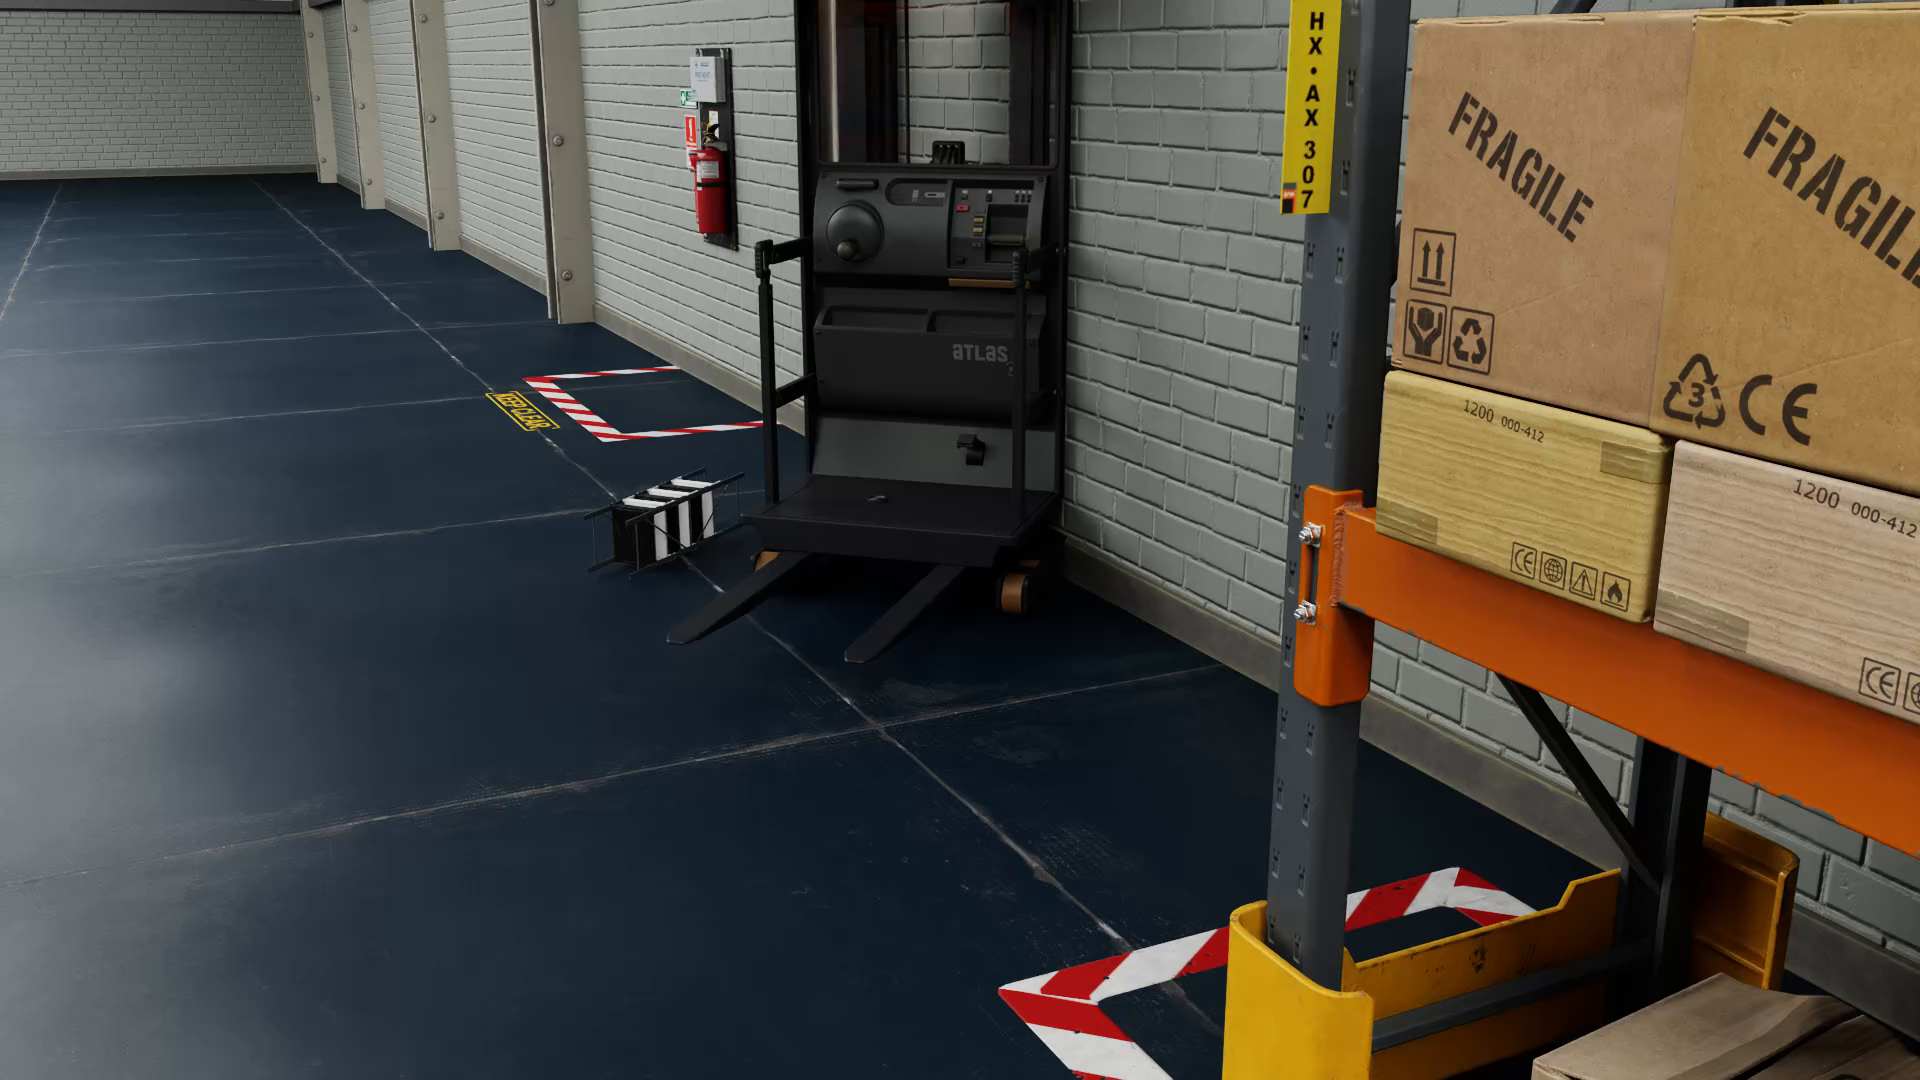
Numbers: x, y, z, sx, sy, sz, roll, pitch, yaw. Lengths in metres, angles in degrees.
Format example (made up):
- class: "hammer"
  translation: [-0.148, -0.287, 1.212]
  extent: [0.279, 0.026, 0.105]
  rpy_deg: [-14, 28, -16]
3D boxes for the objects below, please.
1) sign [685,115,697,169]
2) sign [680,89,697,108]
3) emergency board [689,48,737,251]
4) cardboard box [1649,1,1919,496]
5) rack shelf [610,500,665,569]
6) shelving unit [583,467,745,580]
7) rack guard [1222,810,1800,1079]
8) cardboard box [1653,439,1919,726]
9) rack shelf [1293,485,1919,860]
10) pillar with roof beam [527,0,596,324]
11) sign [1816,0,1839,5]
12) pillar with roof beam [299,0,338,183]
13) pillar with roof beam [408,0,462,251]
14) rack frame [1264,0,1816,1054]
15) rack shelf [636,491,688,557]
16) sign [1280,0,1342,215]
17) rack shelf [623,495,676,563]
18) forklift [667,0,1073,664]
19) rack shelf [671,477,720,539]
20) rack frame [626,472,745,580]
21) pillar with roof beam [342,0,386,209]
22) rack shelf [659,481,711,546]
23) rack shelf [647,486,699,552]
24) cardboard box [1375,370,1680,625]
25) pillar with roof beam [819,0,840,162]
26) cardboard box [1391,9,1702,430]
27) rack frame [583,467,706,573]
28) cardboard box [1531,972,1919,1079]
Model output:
- class: "sign"
  translation: [-1.705, -2.526, 10.551]
  extent: [0.001, 0.329, 0.234]
  rpy_deg: [-8, 18, -25]
- class: "sign"
  translation: [-1.711, -2.779, 10.471]
  extent: [0.001, 0.109, 0.331]
  rpy_deg: [-8, 18, -25]
- class: "emergency board"
  translation: [-1.556, -2.360, 10.035]
  extent: [0.194, 1.169, 0.643]
  rpy_deg: [-8, 18, -25]
- class: "cardboard box"
  translation: [1.183, -0.343, 1.884]
  extent: [0.500, 0.500, 0.500]
  rpy_deg: [-8, 18, -25]
- class: "rack shelf"
  translation: [-1.319, -0.024, 6.800]
  extent: [0.200, 0.258, 0.077]
  rpy_deg: [7, 17, 23]
- class: "shelving unit"
  translation: [-1.224, -0.083, 7.008]
  extent: [0.210, 0.258, 0.900]
  rpy_deg: [7, 17, 23]
- class: "rack guard"
  translation: [1.070, 0.897, 3.219]
  extent: [1.175, 0.500, 0.348]
  rpy_deg: [-8, 18, -25]
- class: "cardboard box"
  translation: [1.206, 0.025, 1.960]
  extent: [0.500, 0.250, 0.500]
  rpy_deg: [-8, 18, -27]
- class: "rack shelf"
  translation: [1.913, 0.518, 1.311]
  extent: [1.077, 0.370, 4.000]
  rpy_deg: [-8, 18, -25]
- class: "pillar with roof beam"
  translation: [-7.006, -5.593, 10.428]
  extent: [9.100, 9.000, 0.400]
  rpy_deg: [-8, 18, -25]
- class: "sign"
  translation: [1.545, -1.094, 2.953]
  extent: [0.100, 0.325, 0.005]
  rpy_deg: [-8, 18, -25]
- class: "pillar with roof beam"
  translation: [-14.892, -10.057, 25.981]
  extent: [9.100, 9.000, 0.400]
  rpy_deg: [-8, 18, -25]
- class: "pillar with roof beam"
  translation: [-9.634, -7.081, 15.612]
  extent: [9.100, 9.000, 0.400]
  rpy_deg: [-8, 18, -25]
- class: "rack frame"
  translation: [1.037, -0.324, 2.940]
  extent: [1.000, 3.000, 0.127]
  rpy_deg: [-8, 18, -25]
- class: "rack shelf"
  translation: [-1.247, -0.069, 6.958]
  extent: [0.200, 0.258, 0.077]
  rpy_deg: [7, 17, 23]
- class: "sign"
  translation: [0.549, -0.674, 2.592]
  extent: [0.100, 0.325, 0.005]
  rpy_deg: [-8, 18, -25]
- class: "rack shelf"
  translation: [-1.283, -0.046, 6.879]
  extent: [0.200, 0.258, 0.077]
  rpy_deg: [7, 17, 23]
- class: "forklift"
  translation: [-0.182, -1.243, 6.268]
  extent: [1.130, 2.935, 3.031]
  rpy_deg: [5, 17, 16]
- class: "rack shelf"
  translation: [-1.139, -0.137, 7.196]
  extent: [0.200, 0.258, 0.077]
  rpy_deg: [7, 17, 23]
- class: "rack frame"
  translation: [-1.131, -0.072, 6.969]
  extent: [0.006, 0.240, 0.900]
  rpy_deg: [7, 17, 23]
- class: "pillar with roof beam"
  translation: [-12.263, -8.569, 20.797]
  extent: [9.100, 9.000, 0.400]
  rpy_deg: [-8, 18, -25]
- class: "rack shelf"
  translation: [-1.175, -0.115, 7.117]
  extent: [0.200, 0.258, 0.077]
  rpy_deg: [7, 17, 23]
- class: "rack shelf"
  translation: [-1.211, -0.092, 7.037]
  extent: [0.200, 0.258, 0.077]
  rpy_deg: [7, 17, 23]
- class: "cardboard box"
  translation: [0.965, -0.102, 2.403]
  extent: [0.500, 0.250, 0.500]
  rpy_deg: [-8, 18, -27]
- class: "pillar with roof beam"
  translation: [-4.377, -4.106, 5.244]
  extent: [9.100, 9.000, 0.400]
  rpy_deg: [-8, 18, -25]
- class: "cardboard box"
  translation: [0.976, -0.467, 2.316]
  extent: [0.500, 0.500, 0.500]
  rpy_deg: [-8, 18, -25]
- class: "rack frame"
  translation: [-1.317, -0.095, 7.047]
  extent: [0.006, 0.240, 0.900]
  rpy_deg: [7, 17, 23]
- class: "cardboard box"
  translation: [1.259, 0.940, 2.615]
  extent: [0.500, 0.311, 0.500]
  rpy_deg: [-10, 19, -31]
